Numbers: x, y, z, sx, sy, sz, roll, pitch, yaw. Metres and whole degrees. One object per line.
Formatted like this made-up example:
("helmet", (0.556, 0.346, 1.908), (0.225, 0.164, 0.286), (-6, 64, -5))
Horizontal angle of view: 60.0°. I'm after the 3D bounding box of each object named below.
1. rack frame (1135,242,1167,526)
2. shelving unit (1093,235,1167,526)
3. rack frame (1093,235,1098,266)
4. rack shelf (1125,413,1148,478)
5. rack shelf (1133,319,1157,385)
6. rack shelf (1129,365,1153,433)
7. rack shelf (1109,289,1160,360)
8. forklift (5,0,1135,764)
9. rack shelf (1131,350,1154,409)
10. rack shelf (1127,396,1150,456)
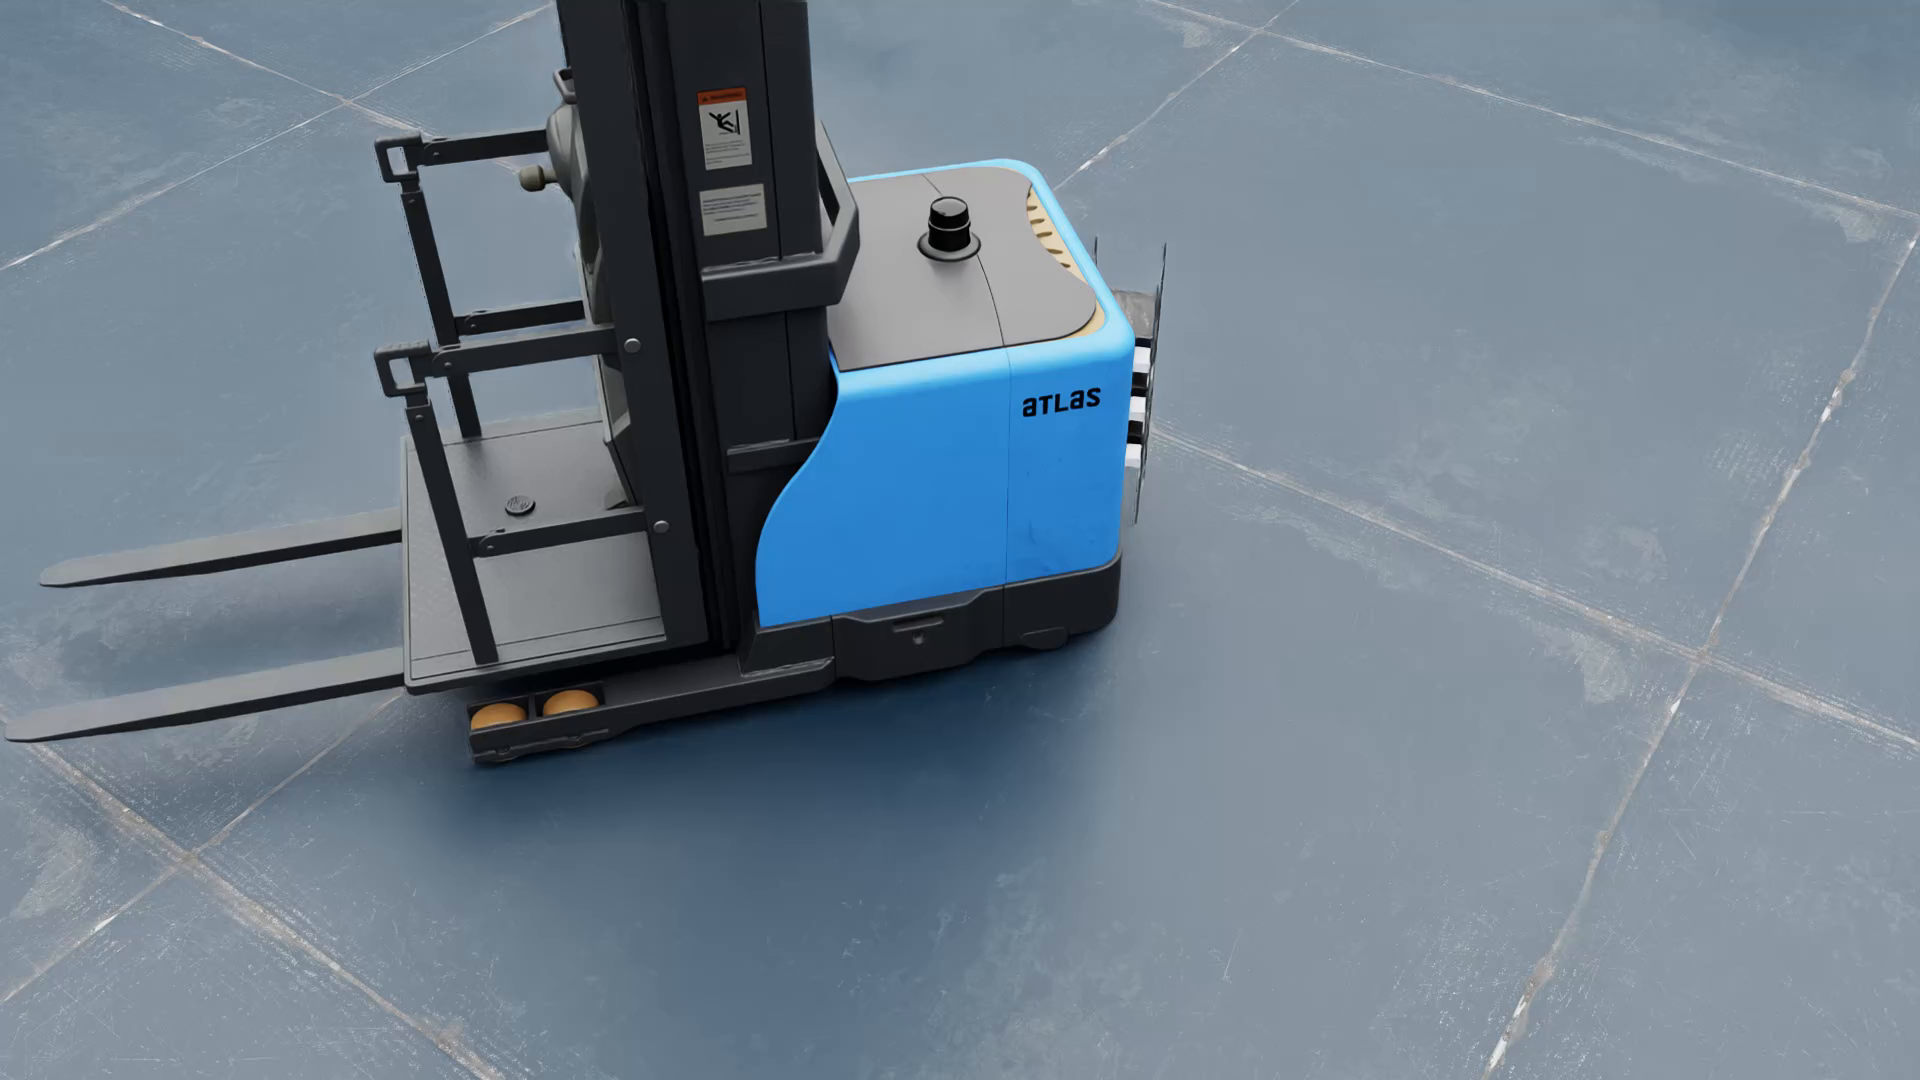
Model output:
("rack frame", (0.582, -0.460, 5.089), (0.006, 0.900, 0.240), (7, 42, 8))
("shelving unit", (0.482, -0.473, 5.103), (0.210, 0.900, 0.258), (7, 42, 8))
("rack frame", (0.382, -0.485, 5.117), (0.006, 0.900, 0.240), (7, 42, 8))
("rack shelf", (0.482, -0.314, 5.246), (0.200, 0.077, 0.258), (7, 42, 8))
("rack shelf", (0.482, -0.582, 5.006), (0.200, 0.077, 0.258), (7, 42, 8))
("rack shelf", (0.482, -0.448, 5.126), (0.200, 0.077, 0.258), (7, 42, 8))
("rack shelf", (0.482, -0.649, 4.946), (0.200, 0.077, 0.258), (7, 42, 8))
("forklift", (-1.109, -0.875, 4.030), (3.031, 2.935, 1.130), (-10, 43, -11))
("rack shelf", (0.482, -0.515, 5.066), (0.200, 0.077, 0.258), (7, 42, 8))
("rack shelf", (0.482, -0.381, 5.186), (0.200, 0.077, 0.258), (7, 42, 8))
